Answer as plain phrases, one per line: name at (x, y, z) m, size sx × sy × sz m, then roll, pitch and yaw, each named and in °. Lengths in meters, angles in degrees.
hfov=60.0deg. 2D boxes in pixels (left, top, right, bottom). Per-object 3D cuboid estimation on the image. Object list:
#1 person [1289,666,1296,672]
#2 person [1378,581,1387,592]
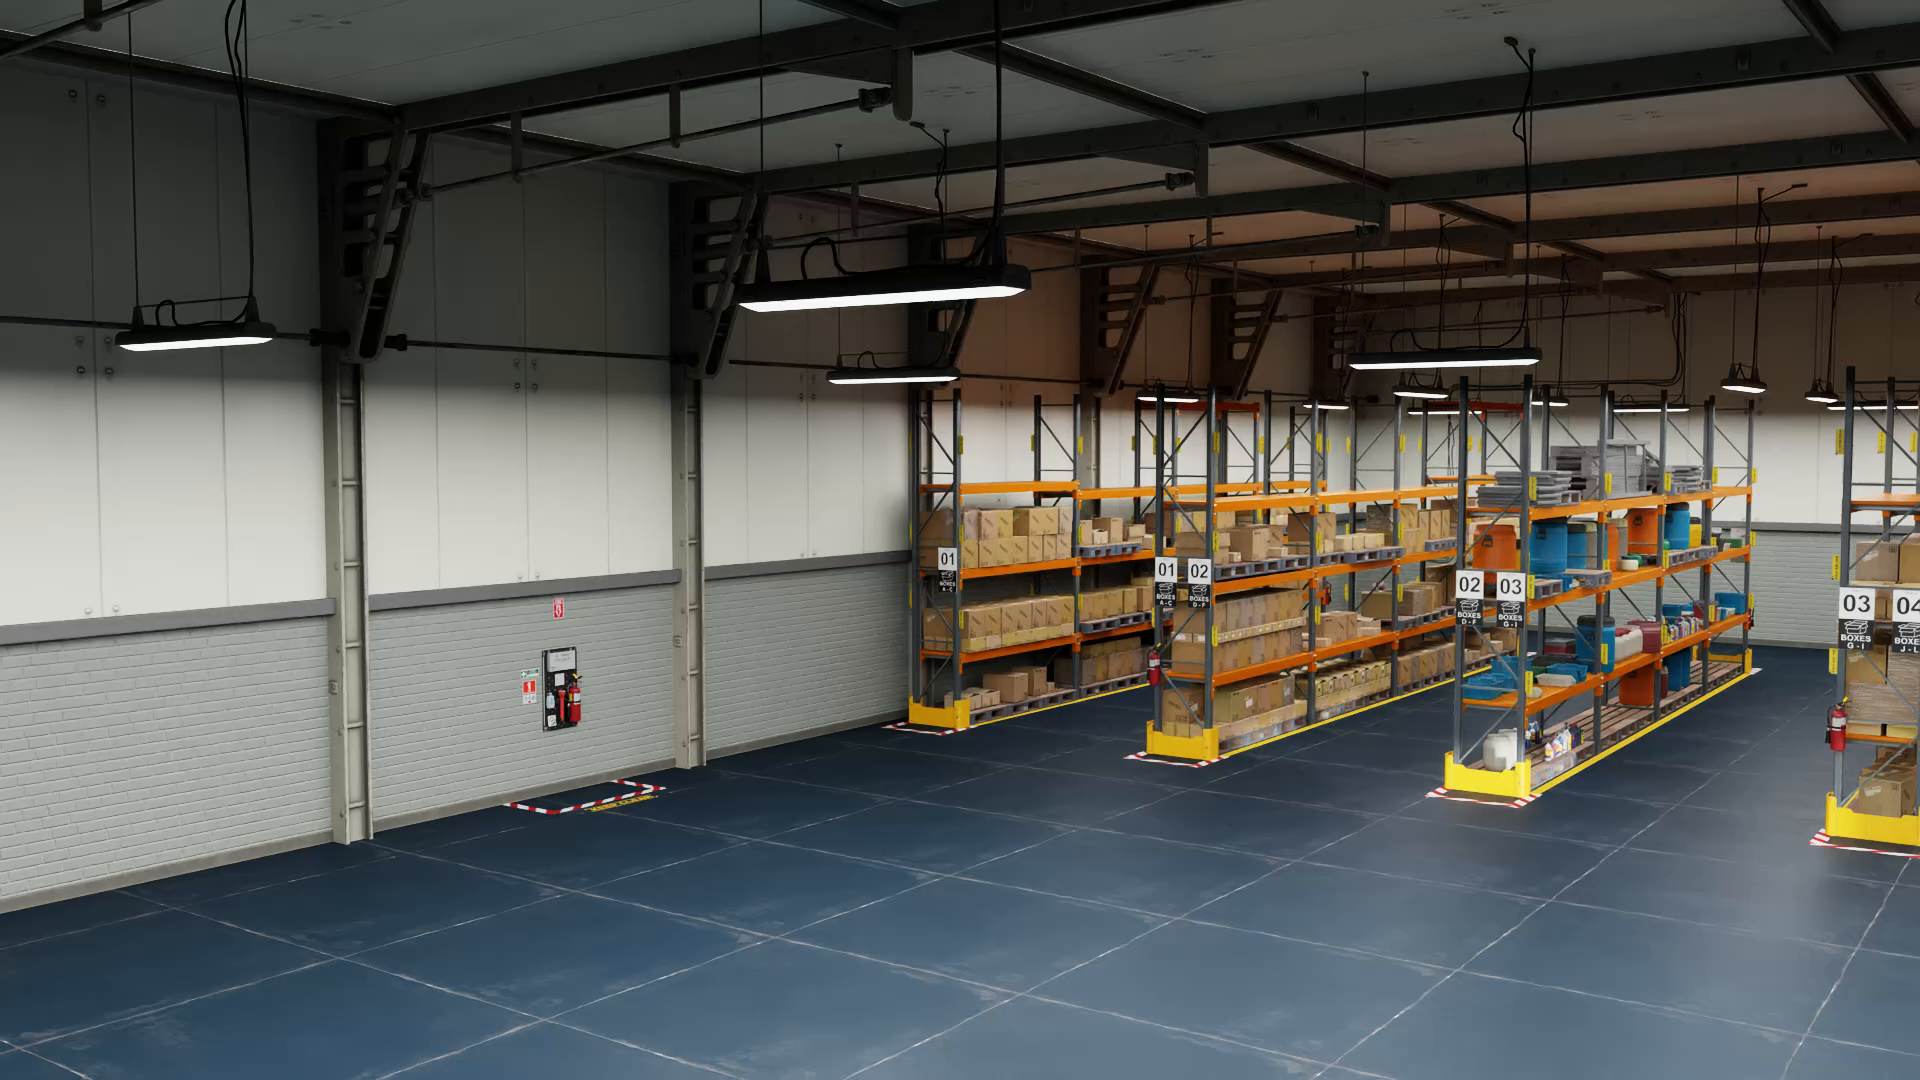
person at (6.754, 2.197, 34.647) m, size 0.463 × 1.594 × 1.068 m, roll 2°, pitch 4°, yaw 31°
person at (9.929, 1.865, 39.311) m, size 0.550 × 1.781 × 0.609 m, roll -1°, pitch 3°, yaw -14°
